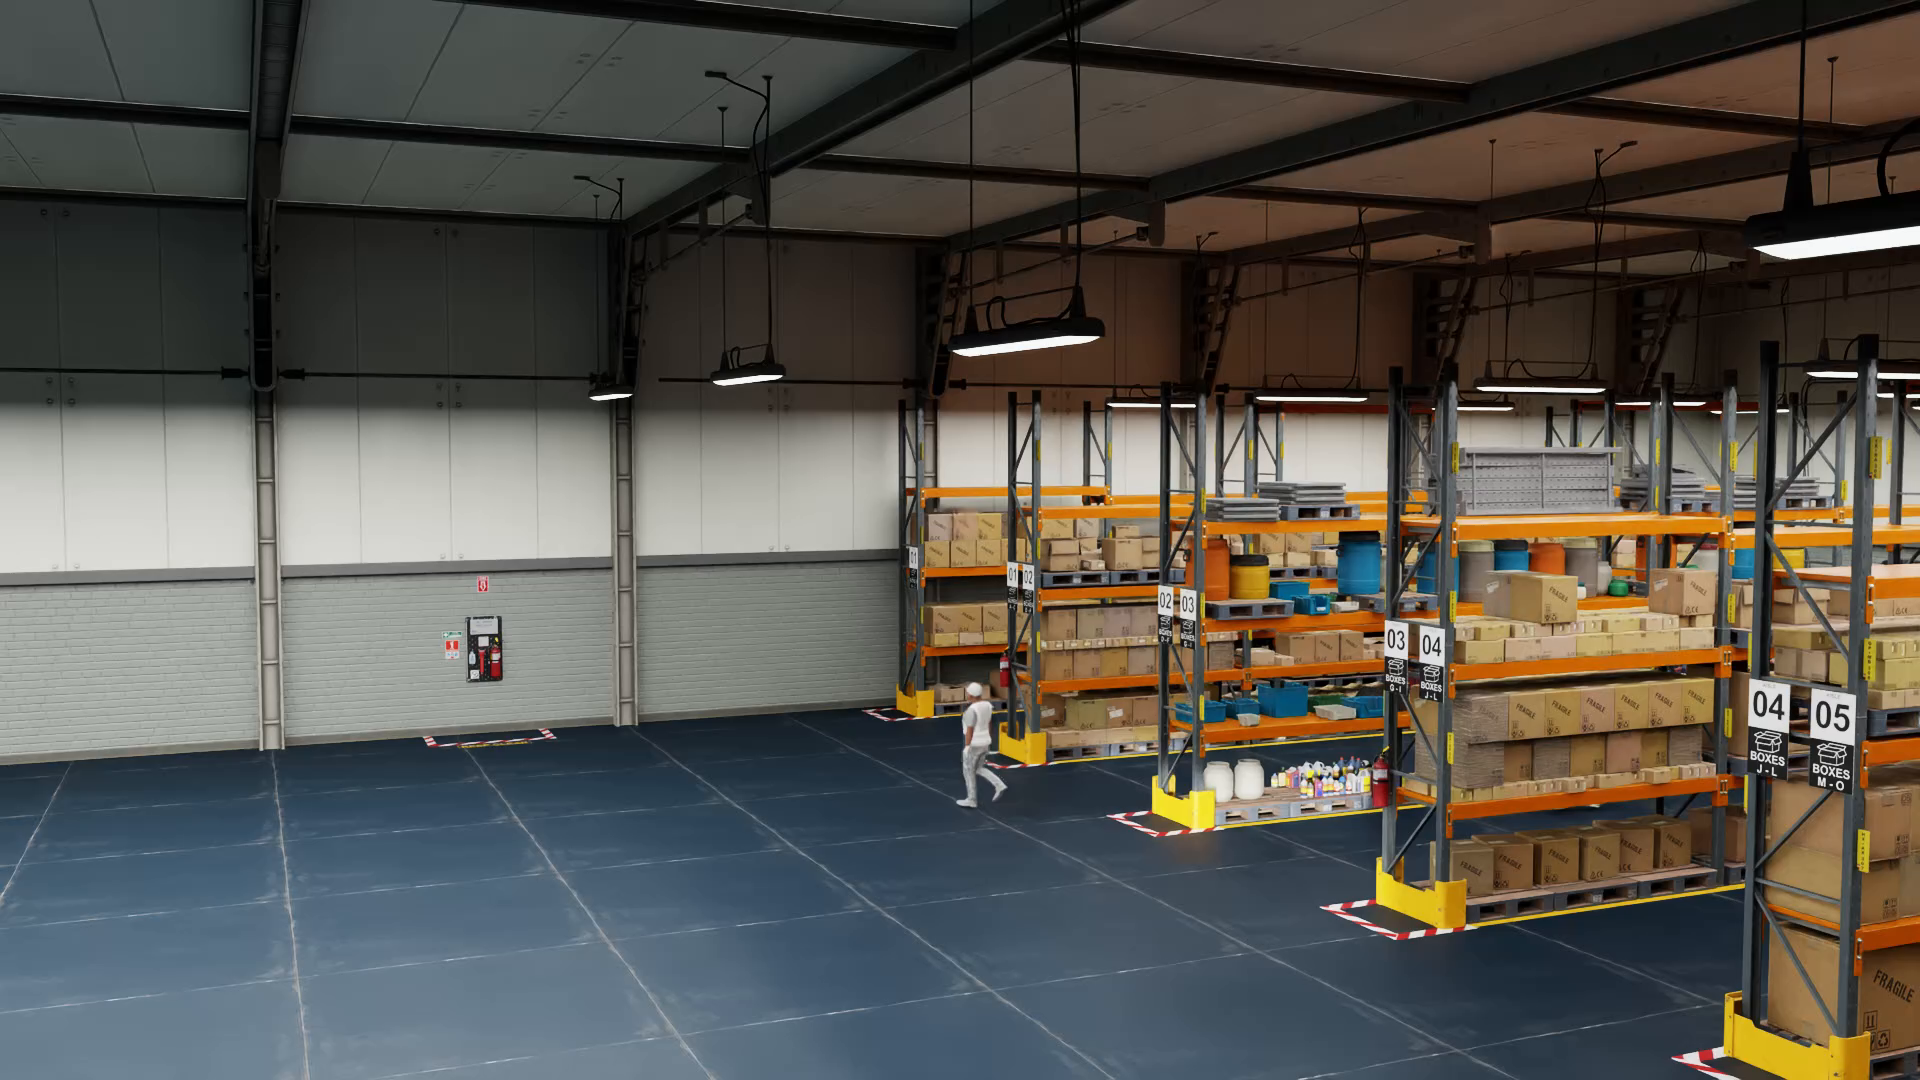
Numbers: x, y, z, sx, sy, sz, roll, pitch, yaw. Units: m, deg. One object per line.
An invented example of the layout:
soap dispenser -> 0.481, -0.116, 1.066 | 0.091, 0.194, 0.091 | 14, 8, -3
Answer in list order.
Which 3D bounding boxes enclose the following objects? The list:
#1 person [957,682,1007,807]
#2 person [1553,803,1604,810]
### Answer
person -> 0.299, 2.890, 23.457 | 0.711, 1.771, 0.558 | 1, 4, 24
person -> 8.643, 2.967, 23.275 | 1.001, 1.615, 0.462 | -2, 4, -28
